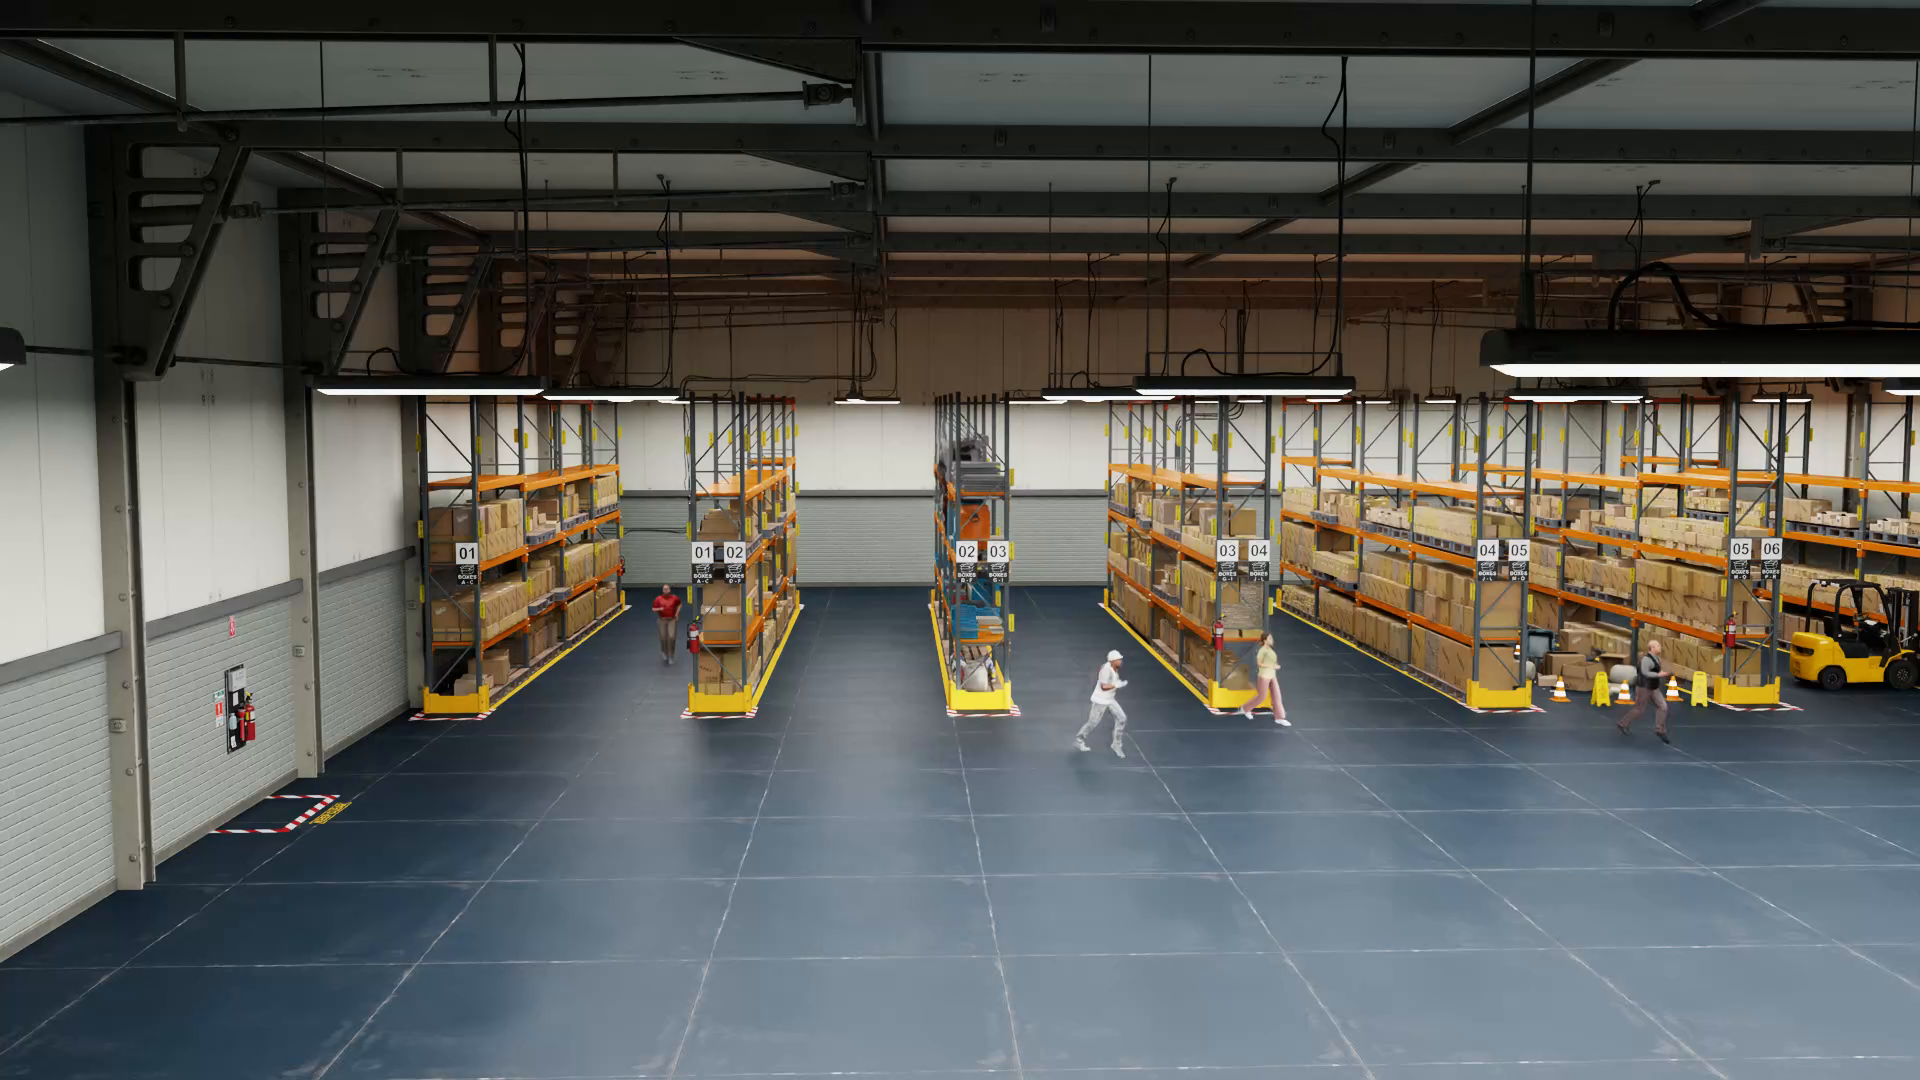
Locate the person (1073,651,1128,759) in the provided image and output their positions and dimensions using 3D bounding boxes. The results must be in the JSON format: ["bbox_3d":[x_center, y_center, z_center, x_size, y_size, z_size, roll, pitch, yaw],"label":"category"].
[{"bbox_3d":[2.312,2.679,27.163,0.969,1.784,0.670,3,5,29],"label":"person"}]

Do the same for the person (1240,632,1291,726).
[{"bbox_3d":[5.491,2.479,29.862,0.977,1.663,0.590,3,6,37],"label":"person"}]

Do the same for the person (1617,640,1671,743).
[{"bbox_3d":[11.770,2.586,28.564,0.901,1.767,0.678,4,6,41],"label":"person"}]

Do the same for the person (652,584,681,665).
[{"bbox_3d":[-6.553,1.885,37.172,0.642,1.787,0.762,-1,5,-8],"label":"person"}]
